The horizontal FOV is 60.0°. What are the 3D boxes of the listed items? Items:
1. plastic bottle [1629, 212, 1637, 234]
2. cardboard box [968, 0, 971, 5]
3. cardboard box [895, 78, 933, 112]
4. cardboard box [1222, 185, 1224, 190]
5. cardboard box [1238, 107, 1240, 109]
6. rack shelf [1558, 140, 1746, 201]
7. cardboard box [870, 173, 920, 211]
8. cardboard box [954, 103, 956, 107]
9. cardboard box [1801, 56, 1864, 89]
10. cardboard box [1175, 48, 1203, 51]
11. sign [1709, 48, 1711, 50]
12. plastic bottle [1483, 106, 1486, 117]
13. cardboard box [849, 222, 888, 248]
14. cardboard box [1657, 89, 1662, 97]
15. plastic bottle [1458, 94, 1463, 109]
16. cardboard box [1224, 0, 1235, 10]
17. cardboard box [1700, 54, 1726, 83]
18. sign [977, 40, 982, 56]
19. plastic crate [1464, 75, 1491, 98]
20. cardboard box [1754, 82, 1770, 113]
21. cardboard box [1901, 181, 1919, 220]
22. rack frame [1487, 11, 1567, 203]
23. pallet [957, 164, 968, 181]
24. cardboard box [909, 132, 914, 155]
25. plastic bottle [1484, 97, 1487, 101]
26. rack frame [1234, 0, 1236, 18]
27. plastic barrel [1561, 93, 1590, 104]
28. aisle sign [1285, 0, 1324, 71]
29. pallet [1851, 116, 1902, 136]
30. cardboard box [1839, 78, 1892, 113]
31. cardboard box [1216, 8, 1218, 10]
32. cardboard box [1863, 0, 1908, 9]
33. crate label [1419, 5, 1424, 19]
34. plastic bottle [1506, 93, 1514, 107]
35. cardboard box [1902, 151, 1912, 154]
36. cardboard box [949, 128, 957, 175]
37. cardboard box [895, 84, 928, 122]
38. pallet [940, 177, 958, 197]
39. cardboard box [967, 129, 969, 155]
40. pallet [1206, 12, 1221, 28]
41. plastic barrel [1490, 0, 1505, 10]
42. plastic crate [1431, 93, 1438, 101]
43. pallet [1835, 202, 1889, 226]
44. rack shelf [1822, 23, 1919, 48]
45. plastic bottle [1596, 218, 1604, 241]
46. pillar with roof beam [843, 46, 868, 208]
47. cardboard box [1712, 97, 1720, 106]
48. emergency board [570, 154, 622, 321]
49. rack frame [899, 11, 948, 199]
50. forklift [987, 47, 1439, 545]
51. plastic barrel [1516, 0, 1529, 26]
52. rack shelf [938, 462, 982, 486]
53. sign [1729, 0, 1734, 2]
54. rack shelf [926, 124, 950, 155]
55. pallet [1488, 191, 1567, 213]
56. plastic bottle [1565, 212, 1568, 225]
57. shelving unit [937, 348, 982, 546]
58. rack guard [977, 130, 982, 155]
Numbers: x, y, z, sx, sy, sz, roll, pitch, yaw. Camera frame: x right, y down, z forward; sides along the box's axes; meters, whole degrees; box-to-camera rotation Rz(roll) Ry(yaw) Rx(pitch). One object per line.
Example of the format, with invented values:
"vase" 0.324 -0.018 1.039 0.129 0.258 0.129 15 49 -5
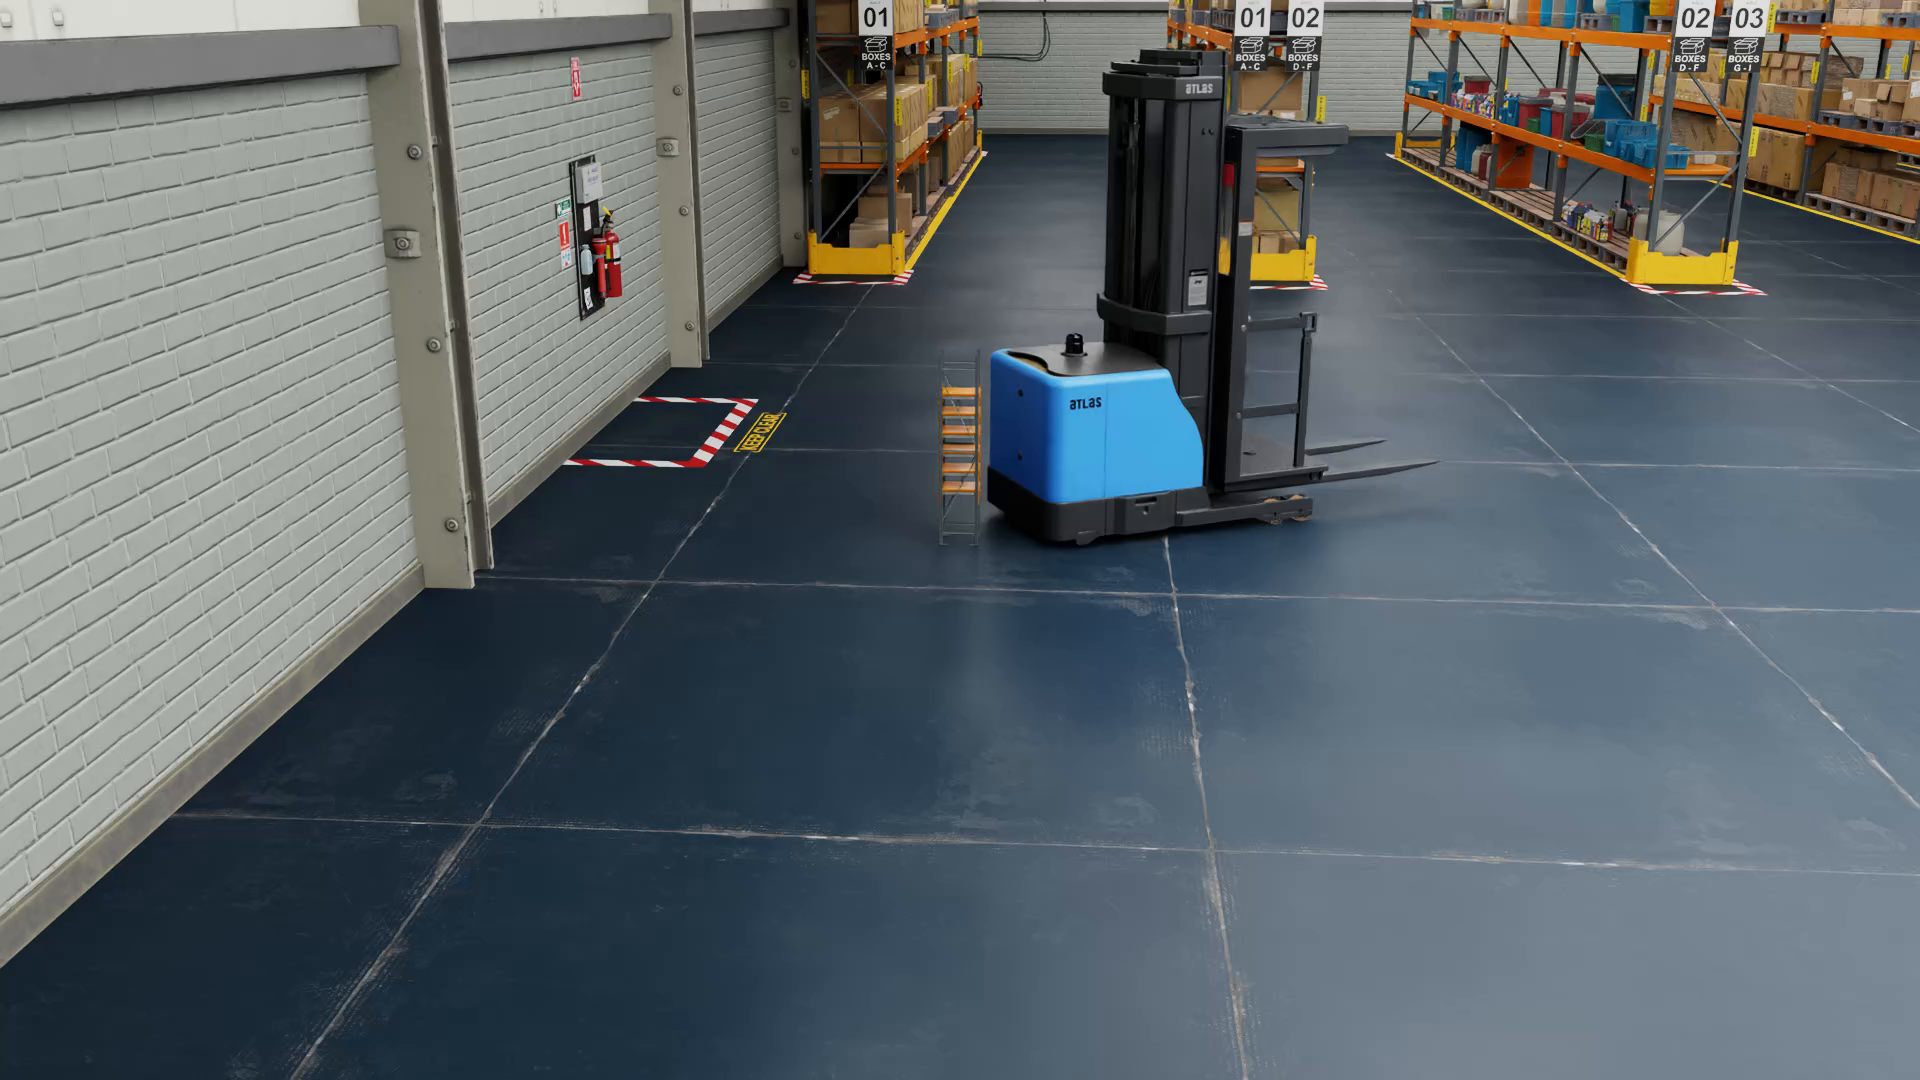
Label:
"plastic bottle" 8.972 -4.226 22.158 0.061 0.283 0.133 1 18 4
"cardboard box" -0.056 -10.396 31.921 0.500 0.250 0.500 1 18 3
"cardboard box" -0.796 -6.909 25.823 0.700 0.500 0.500 1 18 4
"cardboard box" 3.461 -4.325 21.342 0.500 0.500 0.500 1 18 4
"cardboard box" 3.517 -5.152 20.125 0.380 0.149 0.250 2 18 5
"rack shelf" 8.746 -4.759 21.285 1.077 0.370 4.000 1 18 4
"cardboard box" -0.956 -5.194 24.763 0.700 0.500 0.500 2 18 6
"cardboard box" -0.263 -7.891 30.058 0.380 0.149 0.250 1 18 4
"cardboard box" 14.185 -7.605 27.043 0.797 0.503 0.637 2 18 6
"cardboard box" 4.300 -9.004 31.318 0.500 0.500 0.500 1 18 4
"sign" 15.230 -9.985 33.838 0.100 0.325 0.005 1 18 4
"plastic bottle" 8.843 -7.203 27.907 0.097 0.201 0.097 0 18 0
"cardboard box" -1.140 -3.845 20.952 0.500 0.311 0.500 -1 18 -2
"cardboard box" 14.318 -9.037 33.588 0.380 0.149 0.250 1 18 3
"plastic bottle" 8.988 -7.861 29.804 0.097 0.271 0.097 0 18 0
"cardboard box" 3.482 -6.575 20.197 0.500 0.250 0.500 1 18 4
"cardboard box" 14.209 -8.827 31.103 0.500 0.500 0.500 1 18 4
"sign" 0.408 -10.317 34.851 0.100 0.325 0.005 1 18 4
"plastic crate" 9.777 -8.537 31.462 0.402 0.464 0.583 1 18 4
"cardboard box" 14.049 -7.695 28.929 0.500 0.500 0.500 1 18 3
"cardboard box" 13.895 -4.823 23.633 0.700 0.500 0.500 0 18 0
"rack frame" 9.176 -6.965 26.860 1.000 3.000 0.127 1 18 4
"pallet" -0.399 -6.862 31.024 1.003 0.211 1.213 1 18 4
"cardboard box" -0.862 -5.103 21.389 0.500 0.250 0.500 1 18 3
"plastic bottle" 9.018 -7.453 28.540 0.061 0.283 0.133 1 18 4
"rack frame" 3.662 -7.442 18.684 1.000 3.000 0.127 1 18 4
"plastic barrel" 9.260 -6.441 25.045 0.433 0.535 0.433 0 18 0
"aisle sign" 3.963 -5.800 19.131 0.394 0.787 0.004 1 18 4
"pallet" 14.015 -6.147 24.674 1.003 0.211 1.213 1 18 4
"cardboard box" 14.117 -6.932 25.927 0.500 0.500 0.500 -1 18 -3
"cardboard box" 4.240 -8.325 25.760 0.500 0.250 0.500 2 18 5
"cardboard box" 13.757 -8.110 24.577 0.500 0.500 0.500 1 18 2
"crate label" 9.361 -10.525 33.147 0.408 0.251 0.502 1 18 4
"plastic bottle" 9.483 -7.510 28.605 0.144 0.351 0.185 1 18 4
"cardboard box" 19.273 -7.886 33.576 0.380 0.149 0.250 2 18 5
"cardboard box" -0.453 -6.861 29.323 0.750 0.750 0.750 1 18 4
"cardboard box" -0.718 -6.084 23.178 0.500 0.500 0.500 1 18 4
"pallet" -0.574 -6.104 28.712 1.003 0.211 1.213 1 18 4
"cardboard box" -0.185 -7.985 33.315 0.700 0.500 0.500 2 18 5
"pallet" 3.999 -7.443 23.810 0.805 0.209 1.217 1 18 2
"plastic barrel" 9.153 -9.208 27.997 0.433 0.535 0.433 0 18 0
"plastic crate" 9.275 -8.458 31.764 0.437 0.125 0.590 1 18 4
"pallet" 13.969 -4.908 25.063 1.003 0.211 1.213 1 18 4
"rack shelf" 13.973 -7.316 24.272 1.077 0.370 4.000 1 18 4
"plastic bottle" 8.287 -4.015 21.515 0.061 0.283 0.133 2 18 5
"pillar with roof beam" 2.632 -9.556 25.135 9.100 9.000 0.400 1 18 4
"cardboard box" 14.098 -8.079 30.665 0.380 0.149 0.250 1 18 4
"emergency board" -2.737 -2.308 12.648 0.194 1.169 0.643 1 18 4
"rack frame" -0.706 -7.186 27.535 1.000 3.000 0.127 1 18 4
"forklift" 1.748 -1.636 10.709 3.031 2.935 1.130 -7 20 -21
"plastic barrel" 8.901 -8.378 25.552 0.600 0.901 0.600 0 18 0
"rack shelf" -0.001 -0.409 10.274 0.258 0.103 0.180 1 18 4
"sign" 13.849 -9.817 29.791 0.100 0.325 0.005 1 18 4
"rack shelf" -0.849 -6.223 25.752 1.077 0.370 4.000 1 18 4
"pallet" 9.082 -5.400 26.563 1.003 0.211 1.213 1 18 4
"plastic bottle" 8.415 -4.449 22.971 0.097 0.201 0.097 0 18 0
"shelving unit" -0.001 -0.566 10.222 0.258 1.200 0.189 1 18 4
"rack guard" -0.130 -8.490 35.530 1.175 0.500 0.348 1 18 4
